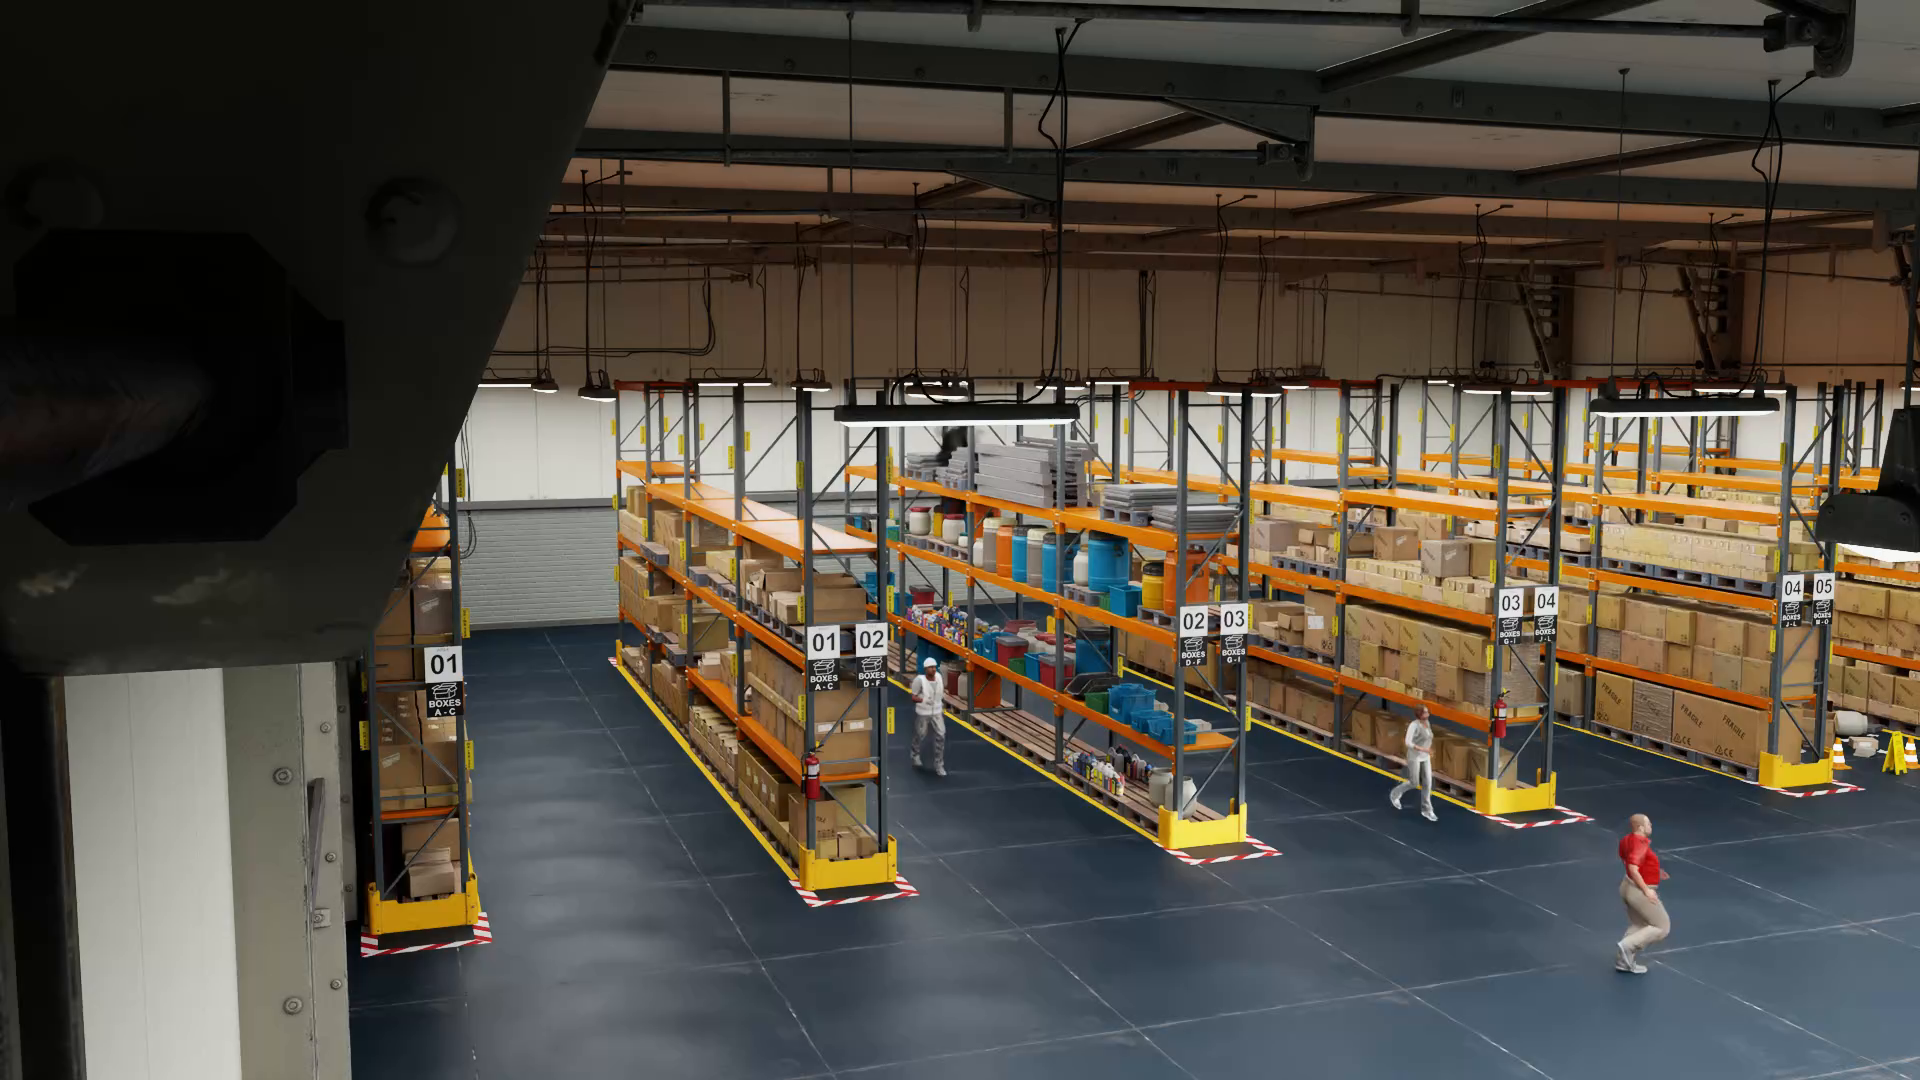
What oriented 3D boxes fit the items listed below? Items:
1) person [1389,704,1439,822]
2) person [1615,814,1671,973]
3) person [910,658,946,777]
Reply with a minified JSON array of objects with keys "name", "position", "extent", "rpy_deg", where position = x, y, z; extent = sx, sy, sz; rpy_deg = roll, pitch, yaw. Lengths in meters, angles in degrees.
[{"name":"person","position":[6.395,3.080,23.289],"extent":[0.565,1.613,0.772],"rpy_deg":[-4,8,-36]},{"name":"person","position":[7.097,3.673,17.268],"extent":[0.590,1.686,0.657],"rpy_deg":[0,6,0]},{"name":"person","position":[-0.504,2.717,25.800],"extent":[0.614,1.830,0.868],"rpy_deg":[-3,7,-23]}]
